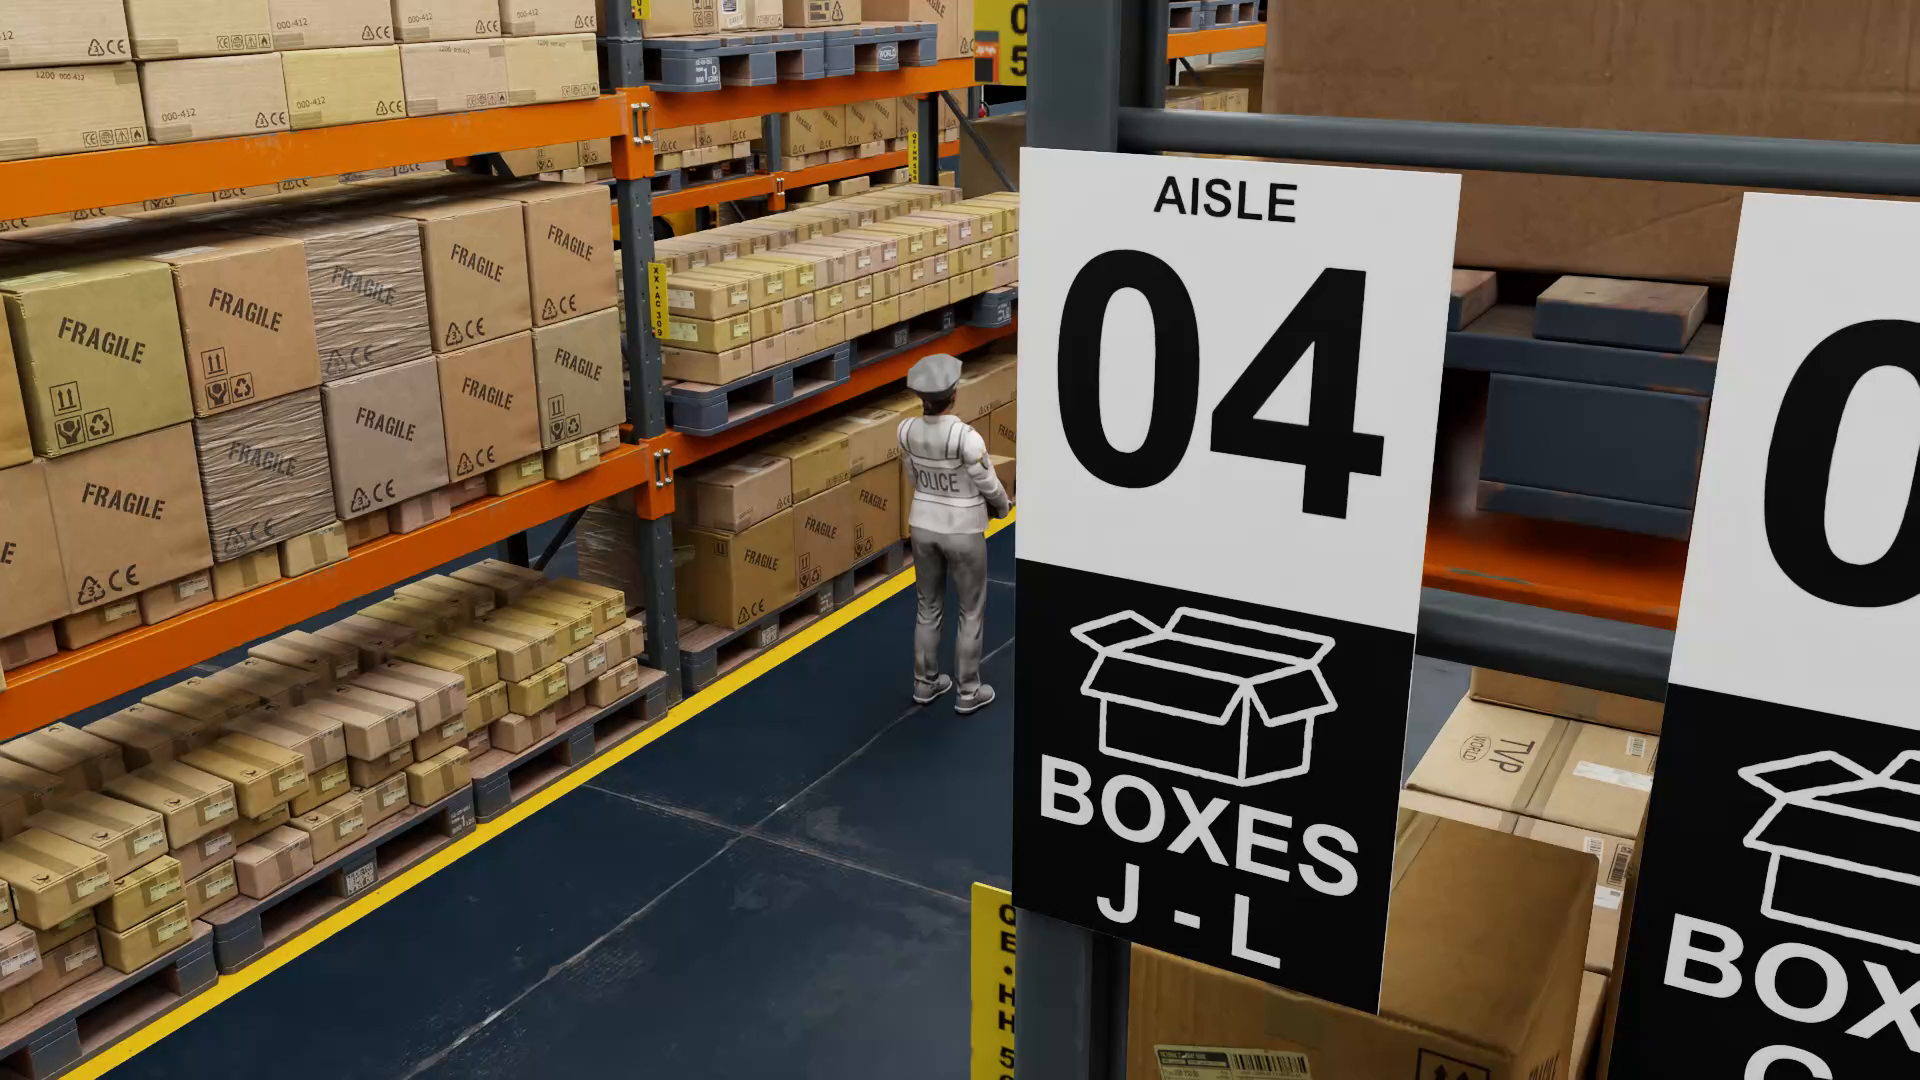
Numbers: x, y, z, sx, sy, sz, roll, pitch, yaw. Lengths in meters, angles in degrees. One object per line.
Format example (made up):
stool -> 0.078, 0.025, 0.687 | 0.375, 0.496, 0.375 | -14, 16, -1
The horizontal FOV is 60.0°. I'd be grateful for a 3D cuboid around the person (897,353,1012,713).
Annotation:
person -> -0.017, -0.047, 7.667 | 0.459, 1.686, 0.562 | 11, 22, 28
